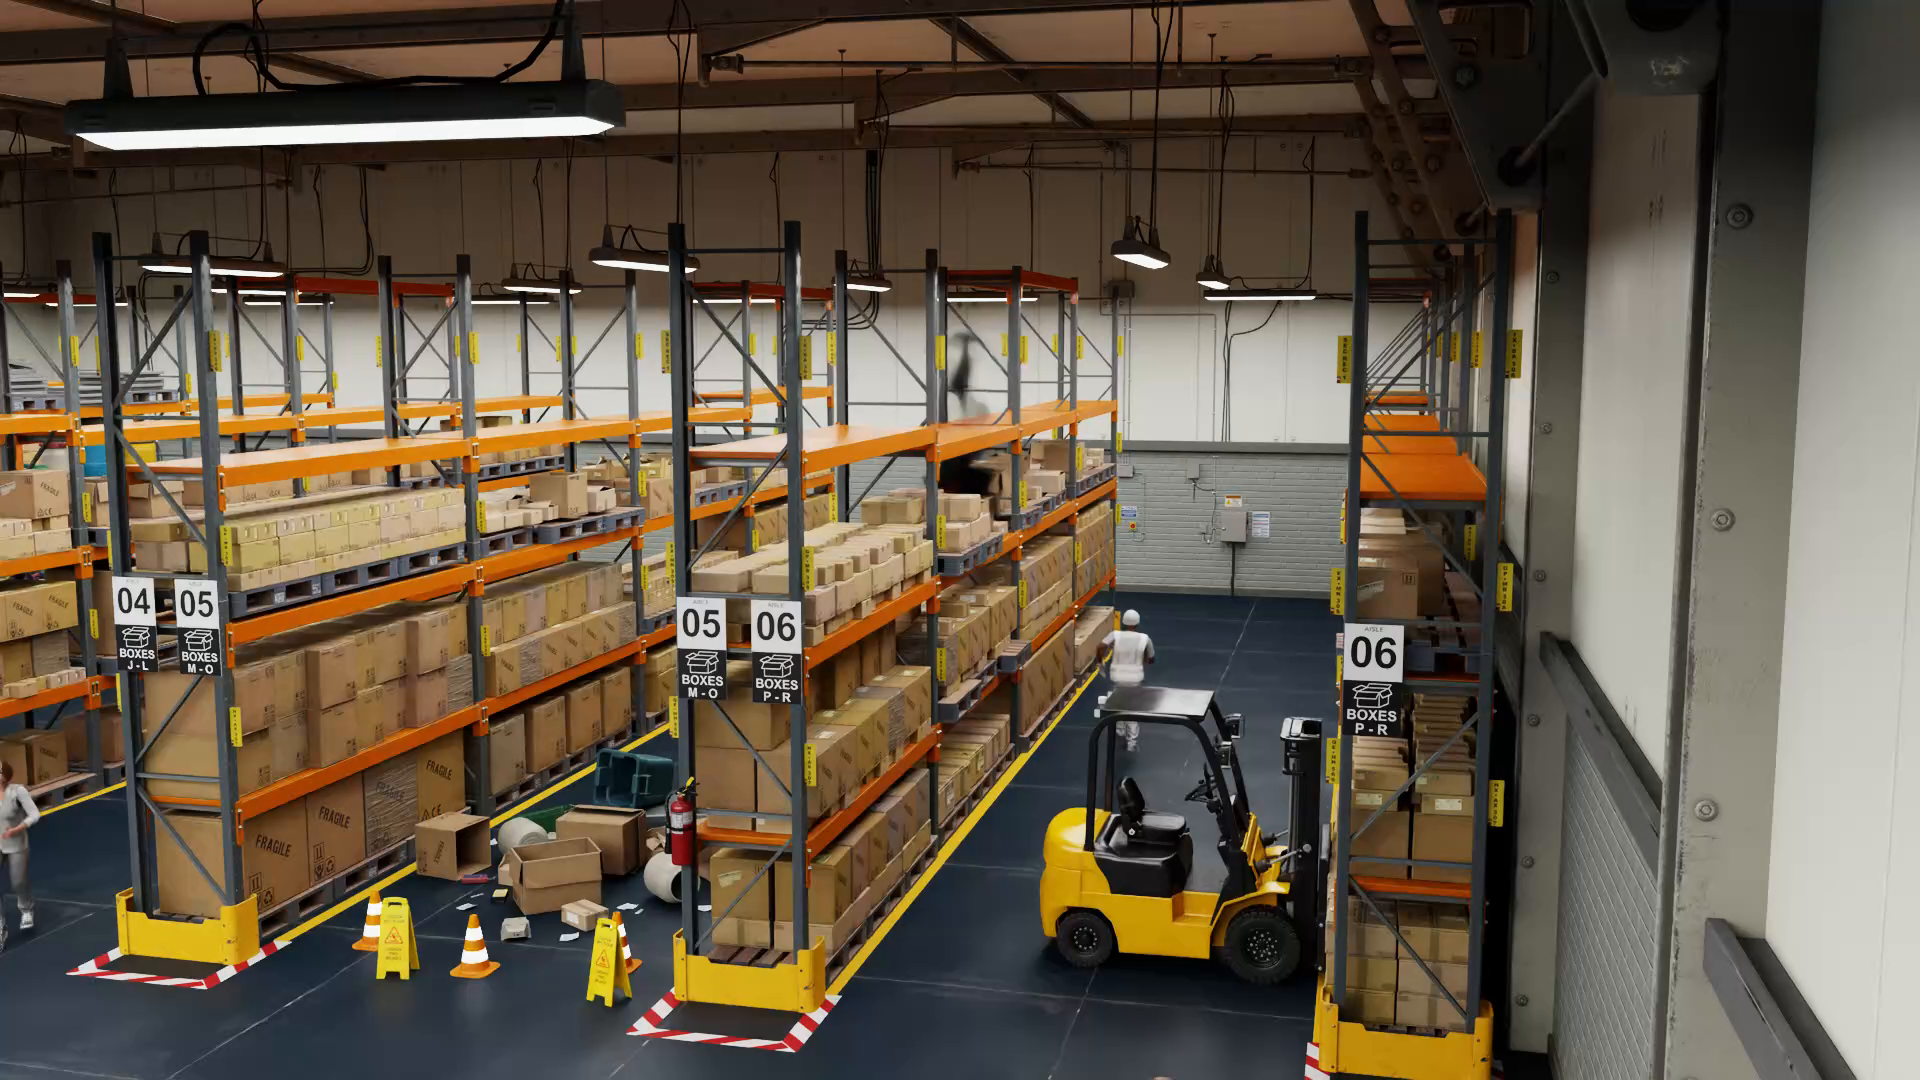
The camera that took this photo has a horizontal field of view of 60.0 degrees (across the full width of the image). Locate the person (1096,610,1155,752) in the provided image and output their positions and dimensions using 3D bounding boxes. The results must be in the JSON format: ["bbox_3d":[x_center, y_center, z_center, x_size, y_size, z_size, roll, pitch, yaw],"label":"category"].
[{"bbox_3d":[2.073,1.760,20.723,0.690,1.796,0.888,2,7,14],"label":"person"}]

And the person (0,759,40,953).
[{"bbox_3d":[-8.121,2.654,14.204,0.538,1.626,0.712,-2,7,-16],"label":"person"}]
